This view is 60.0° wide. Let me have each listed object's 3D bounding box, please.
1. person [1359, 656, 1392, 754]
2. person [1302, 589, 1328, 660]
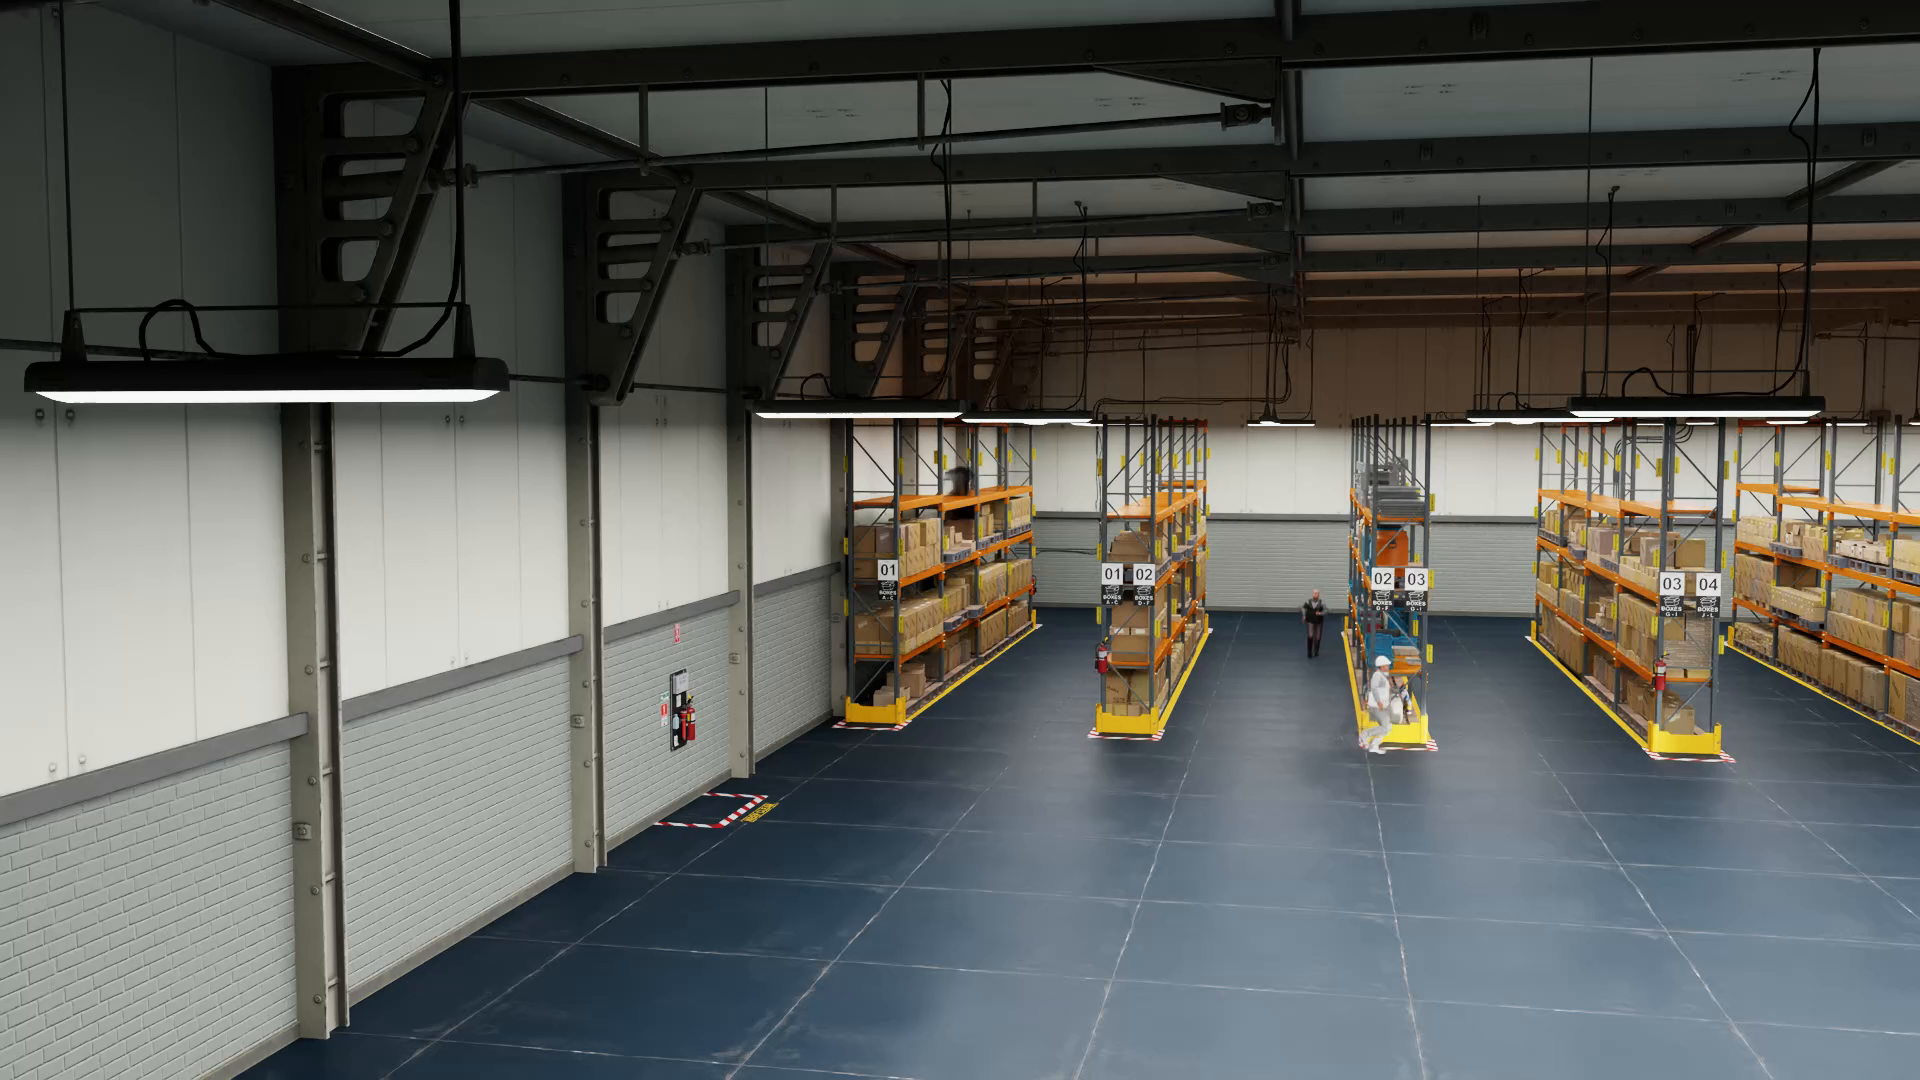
[{"bbox_3d":[7.339,2.914,29.367,0.551,1.739,0.721,2,4,22],"label":"person"},{"bbox_3d":[8.846,2.107,41.471,0.614,1.748,0.725,0,4,7],"label":"person"}]
